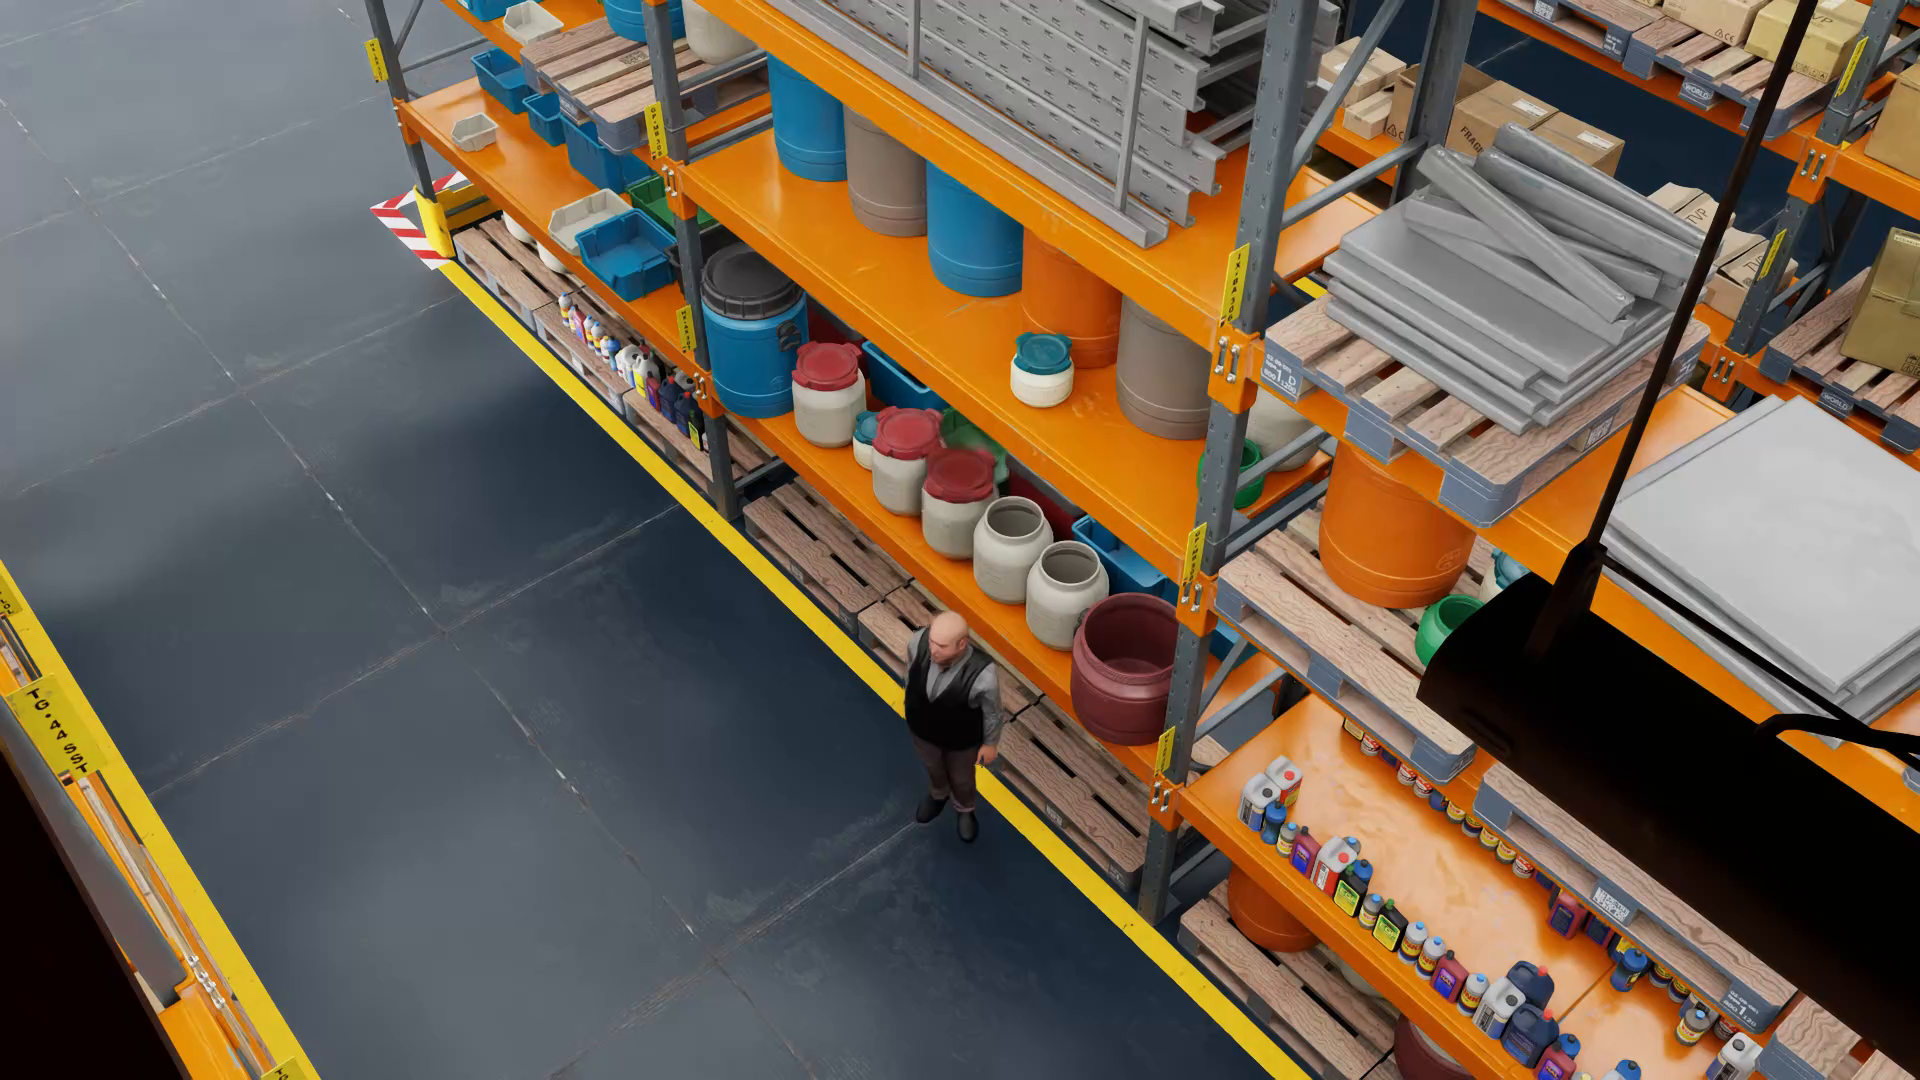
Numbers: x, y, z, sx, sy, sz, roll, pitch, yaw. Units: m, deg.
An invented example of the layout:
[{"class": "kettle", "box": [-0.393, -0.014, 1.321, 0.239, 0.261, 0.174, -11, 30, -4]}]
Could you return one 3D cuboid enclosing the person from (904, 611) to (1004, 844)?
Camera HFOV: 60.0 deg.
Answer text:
[{"class": "person", "box": [-0.043, 0.966, 8.514, 0.581, 1.800, 0.402, 20, 50, 18]}]
